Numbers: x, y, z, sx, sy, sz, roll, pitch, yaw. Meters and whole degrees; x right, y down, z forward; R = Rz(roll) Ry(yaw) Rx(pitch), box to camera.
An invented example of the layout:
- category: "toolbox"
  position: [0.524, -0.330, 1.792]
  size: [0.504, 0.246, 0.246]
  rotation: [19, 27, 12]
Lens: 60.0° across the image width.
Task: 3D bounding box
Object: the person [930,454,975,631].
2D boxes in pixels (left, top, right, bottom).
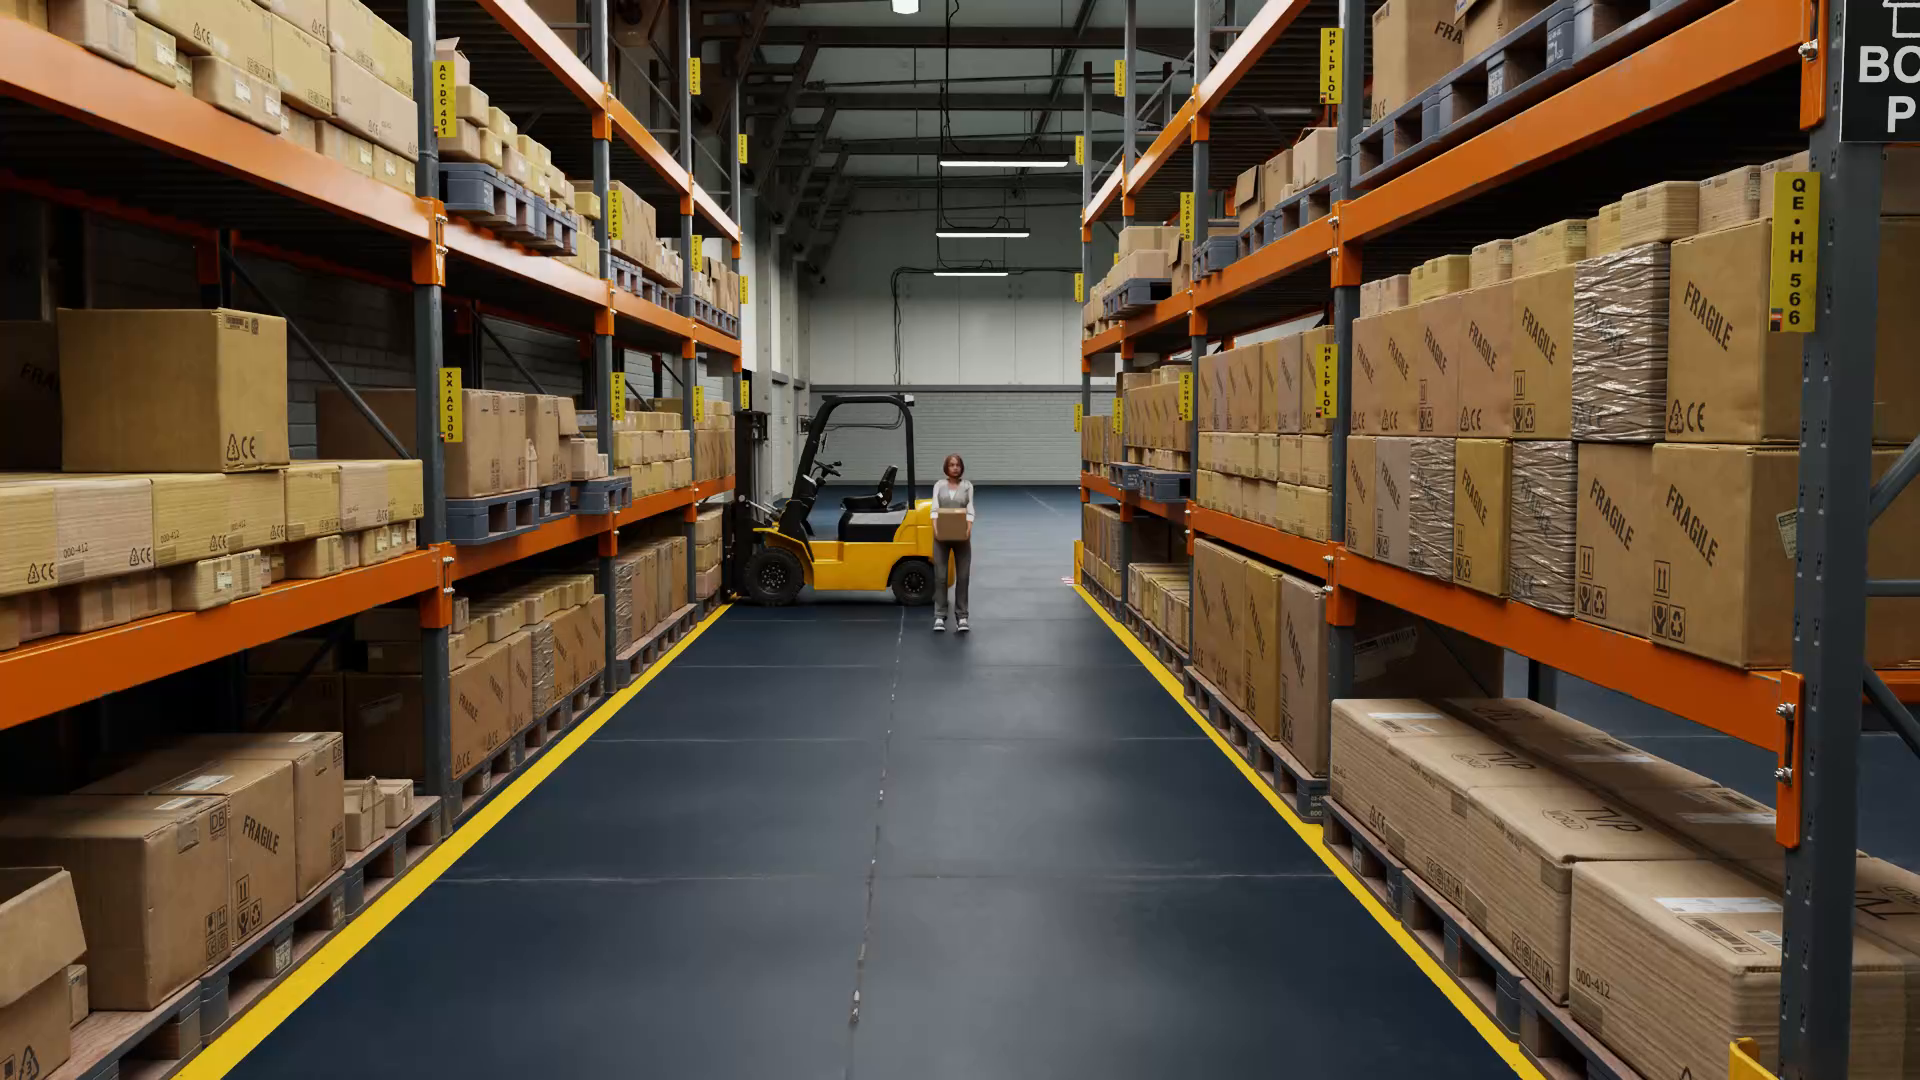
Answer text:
- category: "person"
  position: [-0.067, 0.021, 14.960]
  size: [0.405, 1.590, 0.497]
  rotation: [0, 4, -1]
